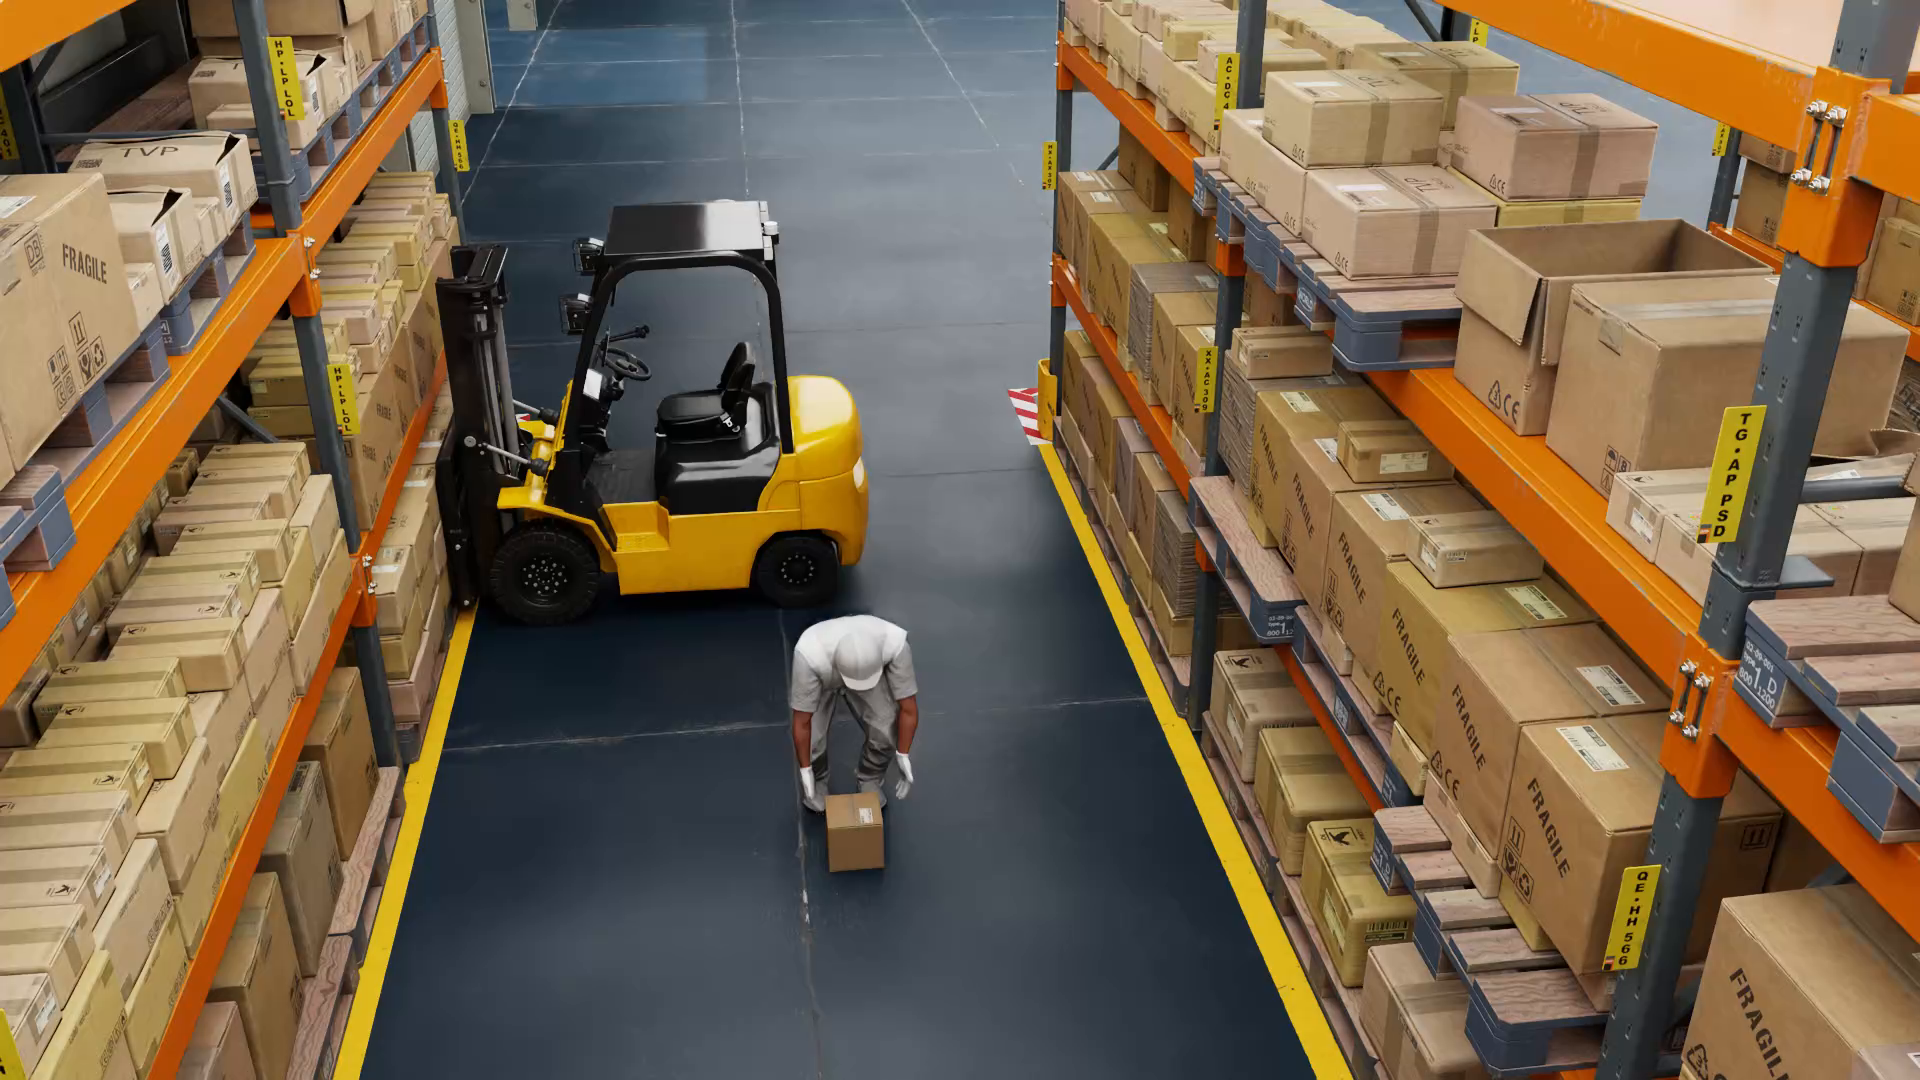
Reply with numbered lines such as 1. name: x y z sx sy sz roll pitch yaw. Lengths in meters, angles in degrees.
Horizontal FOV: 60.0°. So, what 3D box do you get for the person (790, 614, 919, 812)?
1. person: -0.503 0.768 7.795 0.592 1.140 0.866 -4 27 -7
